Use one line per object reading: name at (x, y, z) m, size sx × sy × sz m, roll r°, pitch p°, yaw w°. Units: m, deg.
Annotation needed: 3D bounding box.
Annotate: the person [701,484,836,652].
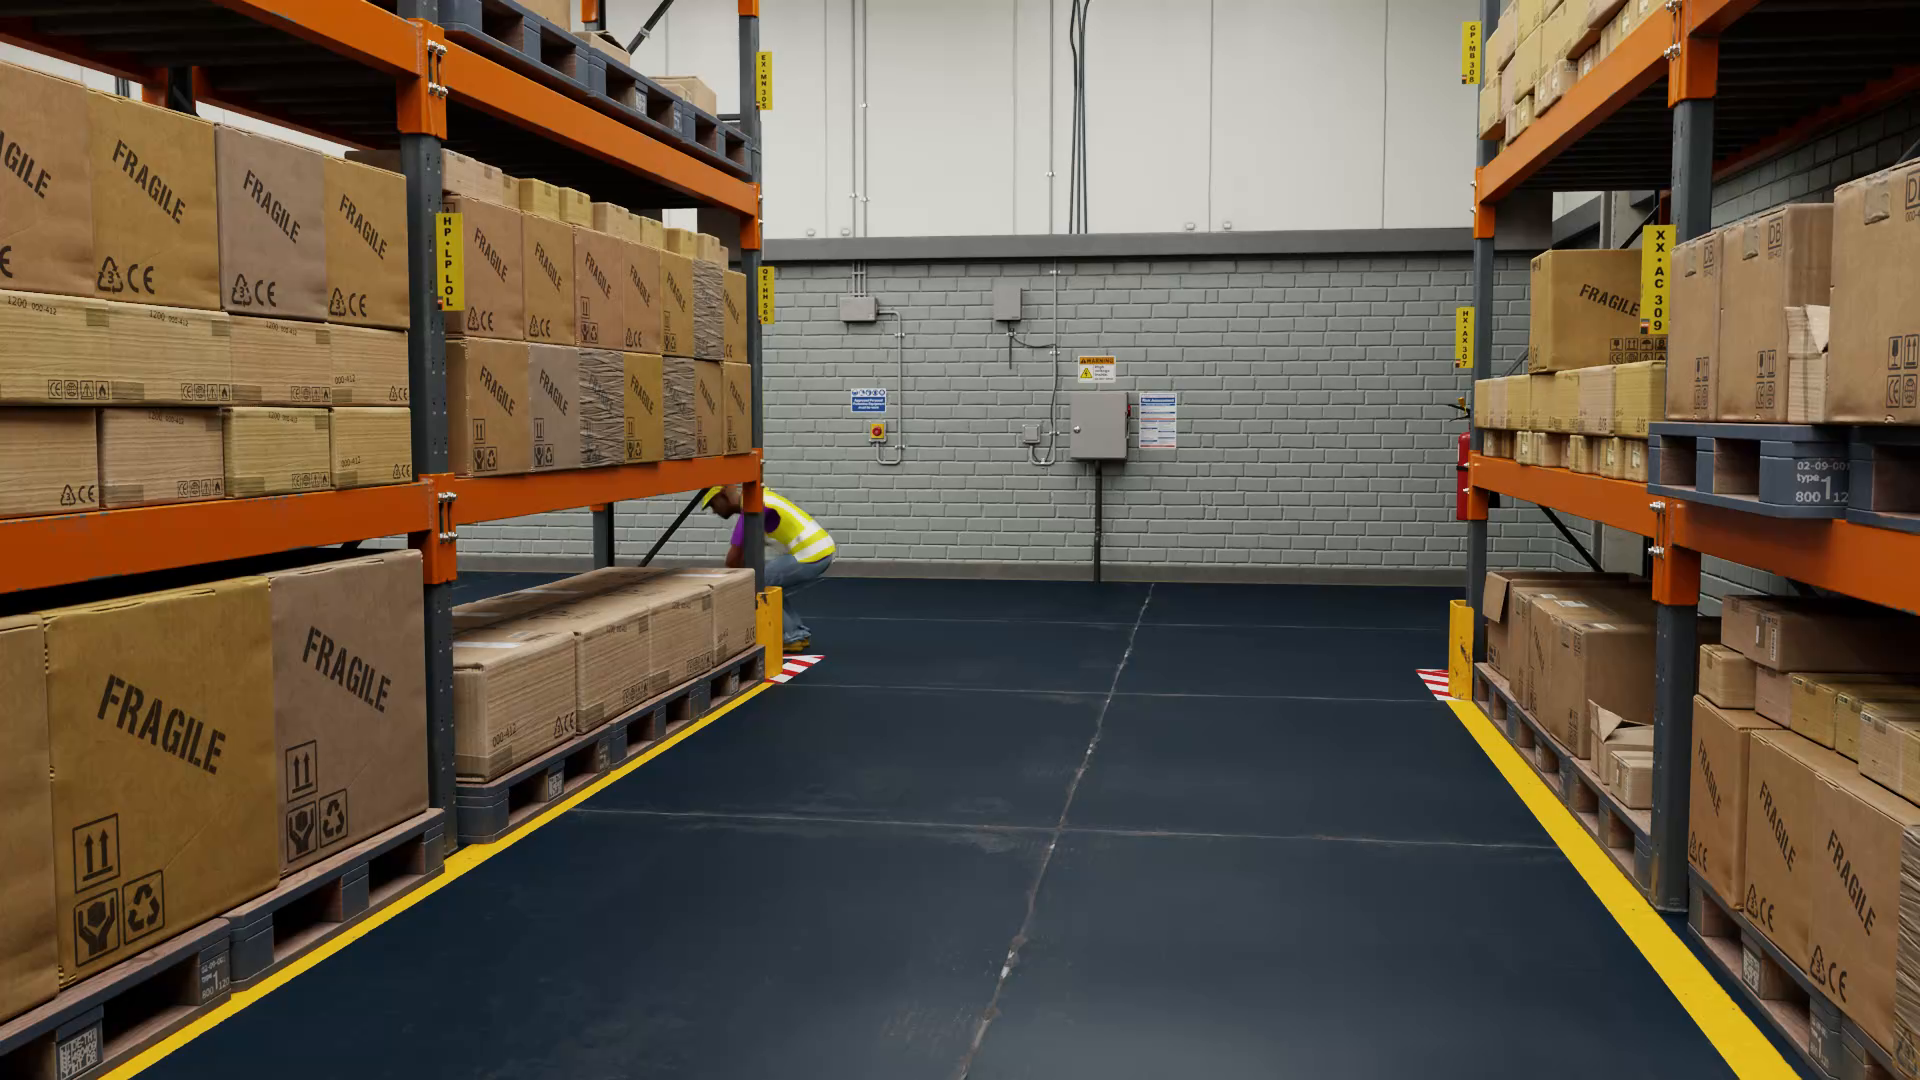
person at (-1.236, 0.137, 10.696) m, size 0.852 × 1.156 × 0.612 m, roll 0°, pitch 4°, yaw 4°
